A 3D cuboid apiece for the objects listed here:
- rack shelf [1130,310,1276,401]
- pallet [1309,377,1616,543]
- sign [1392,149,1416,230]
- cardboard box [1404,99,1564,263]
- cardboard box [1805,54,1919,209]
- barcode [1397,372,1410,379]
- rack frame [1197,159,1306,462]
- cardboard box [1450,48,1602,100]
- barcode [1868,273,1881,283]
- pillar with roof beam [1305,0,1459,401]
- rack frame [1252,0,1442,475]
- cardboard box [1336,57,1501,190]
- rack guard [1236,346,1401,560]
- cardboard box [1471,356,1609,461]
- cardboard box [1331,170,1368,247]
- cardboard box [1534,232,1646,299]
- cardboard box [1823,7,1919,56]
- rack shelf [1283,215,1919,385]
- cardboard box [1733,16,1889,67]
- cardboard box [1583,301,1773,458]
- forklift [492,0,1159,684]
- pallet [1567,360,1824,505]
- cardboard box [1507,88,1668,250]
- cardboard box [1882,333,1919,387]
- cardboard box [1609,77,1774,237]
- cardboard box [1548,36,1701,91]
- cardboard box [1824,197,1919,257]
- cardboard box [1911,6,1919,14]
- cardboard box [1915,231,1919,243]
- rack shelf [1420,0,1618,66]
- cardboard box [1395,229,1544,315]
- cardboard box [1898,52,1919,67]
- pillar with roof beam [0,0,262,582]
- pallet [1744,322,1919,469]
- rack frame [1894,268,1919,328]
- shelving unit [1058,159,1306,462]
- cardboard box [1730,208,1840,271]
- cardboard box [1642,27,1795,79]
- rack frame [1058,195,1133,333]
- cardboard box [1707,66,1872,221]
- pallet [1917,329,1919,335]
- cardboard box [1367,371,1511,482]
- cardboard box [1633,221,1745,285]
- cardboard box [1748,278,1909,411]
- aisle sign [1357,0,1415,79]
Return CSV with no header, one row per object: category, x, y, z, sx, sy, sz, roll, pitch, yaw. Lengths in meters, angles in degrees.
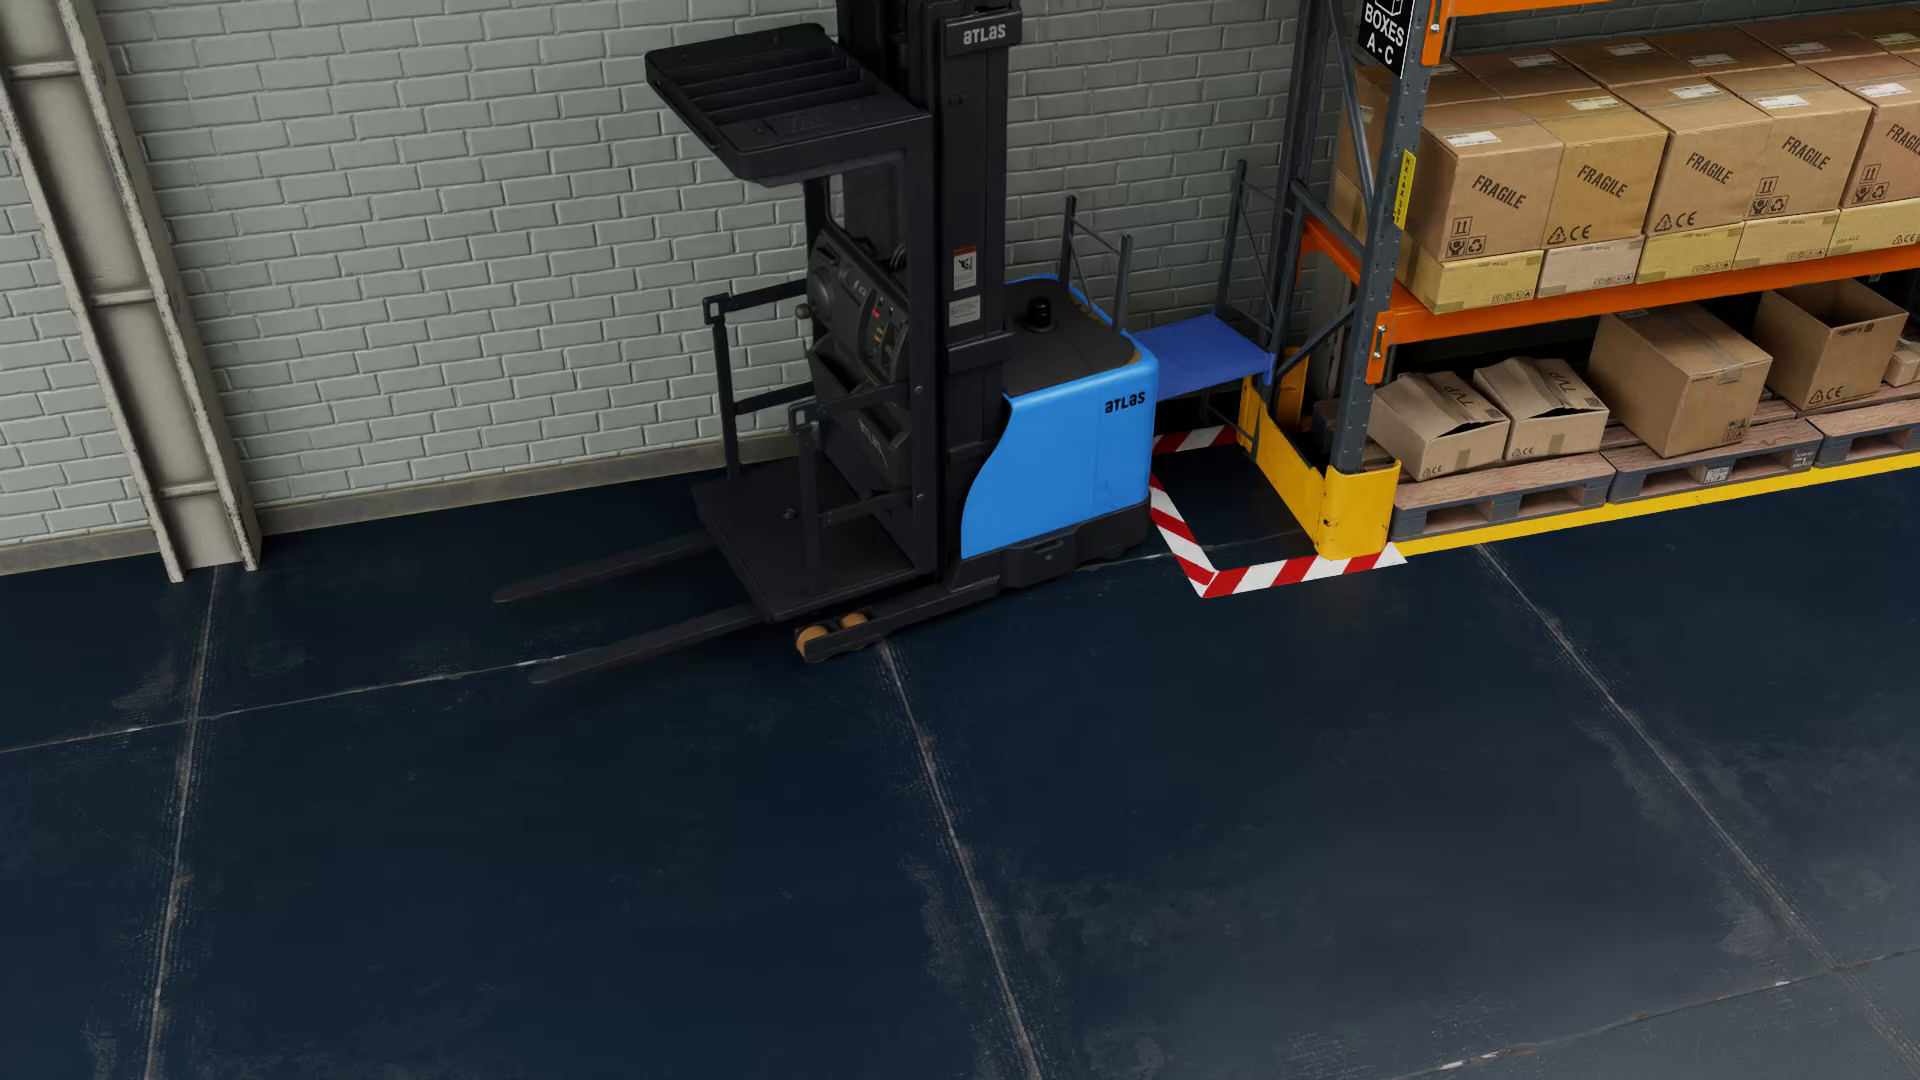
rack shelf,1.030,-0.868,8.388,1.000,0.185,0.538,-17,41,-26
pallet,2.583,-0.453,8.648,1.213,0.211,1.003,-9,38,-12
sign,1.858,-1.466,6.965,0.005,0.325,0.100,-9,38,-12
cardboard box,2.256,-1.586,7.324,0.500,0.500,0.500,-9,38,-12
cardboard box,4.233,-1.909,7.745,0.500,0.500,0.500,-10,39,-13
barcode,2.321,-0.846,8.709,0.075,0.075,0.001,-9,38,-12
rack frame,1.477,-1.147,8.503,0.032,1.500,0.500,-17,41,-26
cardboard box,2.605,-1.960,7.813,0.500,0.500,0.500,-9,38,-11
barcode,4.994,-1.439,9.073,0.075,0.075,0.001,-9,38,-12
pillar with roof beam,3.289,-1.917,3.329,0.400,9.000,9.100,-9,38,-12
rack frame,1.716,-1.441,7.644,0.127,3.000,1.000,-9,38,-12
cardboard box,2.116,-1.886,7.716,0.500,0.500,0.500,-10,38,-12
rack guard,1.790,-0.460,8.419,0.348,0.500,1.175,-9,38,-12
cardboard box,2.958,-0.695,8.520,0.500,0.311,0.500,-6,38,-8
cardboard box,2.117,-1.577,7.929,0.500,0.250,0.500,-9,38,-11
cardboard box,2.768,-1.371,7.660,0.500,0.250,0.500,-10,39,-13
cardboard box,4.569,-2.289,8.243,0.500,0.500,0.500,-10,38,-12
rack shelf,3.647,-1.472,8.277,4.000,0.370,1.077,-9,38,-12
cardboard box,4.087,-2.213,8.144,0.500,0.500,0.500,-8,38,-11
cardboard box,3.679,-0.857,8.576,0.500,0.500,0.700,-12,39,-15
forklift,-0.626,-0.978,7.096,3.031,2.935,1.130,-17,41,-21
pallet,3.759,-0.644,8.898,1.213,0.211,1.003,-9,38,-12
cardboard box,2.735,-1.659,7.419,0.500,0.500,0.500,-9,38,-12
cardboard box,5.069,-1.022,9.066,0.250,0.166,0.380,-14,40,-18
cardboard box,3.236,-1.737,7.521,0.500,0.500,0.500,-11,39,-13
cardboard box,3.103,-2.045,7.923,0.500,0.500,0.500,-10,39,-13
cardboard box,4.235,-1.607,7.969,0.500,0.250,0.500,-10,38,-12
cardboard box,5.070,-2.369,8.347,0.500,0.500,0.500,-10,39,-13
cardboard box,4.717,-1.696,8.085,0.500,0.250,0.500,-9,38,-12
rack shelf,3.647,-2.663,7.365,4.000,0.370,1.077,-9,38,-12
cardboard box,2.270,-1.280,7.541,0.500,0.250,0.500,-10,39,-13
cardboard box,4.722,-1.982,7.841,0.500,0.500,0.500,-10,38,-12
pillar with roof beam,-2.503,-0.966,2.086,0.400,9.000,9.100,-9,38,-12
pallet,4.939,-0.840,9.153,1.213,0.211,1.003,-9,38,-12
rack frame,5.578,-2.074,8.472,0.127,3.000,1.000,-9,38,-12
shelving unit,1.039,-1.013,8.282,1.048,1.500,0.538,-17,41,-26
cardboard box,3.750,-1.527,7.864,0.500,0.250,0.500,-9,38,-12
cardboard box,3.589,-2.125,8.028,0.500,0.500,0.500,-9,38,-11
rack frame,0.601,-0.879,8.061,0.032,1.500,0.500,-17,41,-26
cardboard box,3.731,-1.826,7.637,0.500,0.500,0.500,-8,38,-11
pallet,6.329,-1.091,9.482,1.213,0.211,1.003,-9,38,-12
cardboard box,2.408,-0.604,8.402,0.500,0.311,0.500,-14,39,-17
cardboard box,3.261,-1.448,7.761,0.500,0.250,0.500,-10,39,-13
cardboard box,4.586,-1.069,8.853,0.500,0.500,0.500,-12,39,-15
aisle sign,1.725,-2.286,6.609,0.004,0.787,0.394,-9,38,-12
